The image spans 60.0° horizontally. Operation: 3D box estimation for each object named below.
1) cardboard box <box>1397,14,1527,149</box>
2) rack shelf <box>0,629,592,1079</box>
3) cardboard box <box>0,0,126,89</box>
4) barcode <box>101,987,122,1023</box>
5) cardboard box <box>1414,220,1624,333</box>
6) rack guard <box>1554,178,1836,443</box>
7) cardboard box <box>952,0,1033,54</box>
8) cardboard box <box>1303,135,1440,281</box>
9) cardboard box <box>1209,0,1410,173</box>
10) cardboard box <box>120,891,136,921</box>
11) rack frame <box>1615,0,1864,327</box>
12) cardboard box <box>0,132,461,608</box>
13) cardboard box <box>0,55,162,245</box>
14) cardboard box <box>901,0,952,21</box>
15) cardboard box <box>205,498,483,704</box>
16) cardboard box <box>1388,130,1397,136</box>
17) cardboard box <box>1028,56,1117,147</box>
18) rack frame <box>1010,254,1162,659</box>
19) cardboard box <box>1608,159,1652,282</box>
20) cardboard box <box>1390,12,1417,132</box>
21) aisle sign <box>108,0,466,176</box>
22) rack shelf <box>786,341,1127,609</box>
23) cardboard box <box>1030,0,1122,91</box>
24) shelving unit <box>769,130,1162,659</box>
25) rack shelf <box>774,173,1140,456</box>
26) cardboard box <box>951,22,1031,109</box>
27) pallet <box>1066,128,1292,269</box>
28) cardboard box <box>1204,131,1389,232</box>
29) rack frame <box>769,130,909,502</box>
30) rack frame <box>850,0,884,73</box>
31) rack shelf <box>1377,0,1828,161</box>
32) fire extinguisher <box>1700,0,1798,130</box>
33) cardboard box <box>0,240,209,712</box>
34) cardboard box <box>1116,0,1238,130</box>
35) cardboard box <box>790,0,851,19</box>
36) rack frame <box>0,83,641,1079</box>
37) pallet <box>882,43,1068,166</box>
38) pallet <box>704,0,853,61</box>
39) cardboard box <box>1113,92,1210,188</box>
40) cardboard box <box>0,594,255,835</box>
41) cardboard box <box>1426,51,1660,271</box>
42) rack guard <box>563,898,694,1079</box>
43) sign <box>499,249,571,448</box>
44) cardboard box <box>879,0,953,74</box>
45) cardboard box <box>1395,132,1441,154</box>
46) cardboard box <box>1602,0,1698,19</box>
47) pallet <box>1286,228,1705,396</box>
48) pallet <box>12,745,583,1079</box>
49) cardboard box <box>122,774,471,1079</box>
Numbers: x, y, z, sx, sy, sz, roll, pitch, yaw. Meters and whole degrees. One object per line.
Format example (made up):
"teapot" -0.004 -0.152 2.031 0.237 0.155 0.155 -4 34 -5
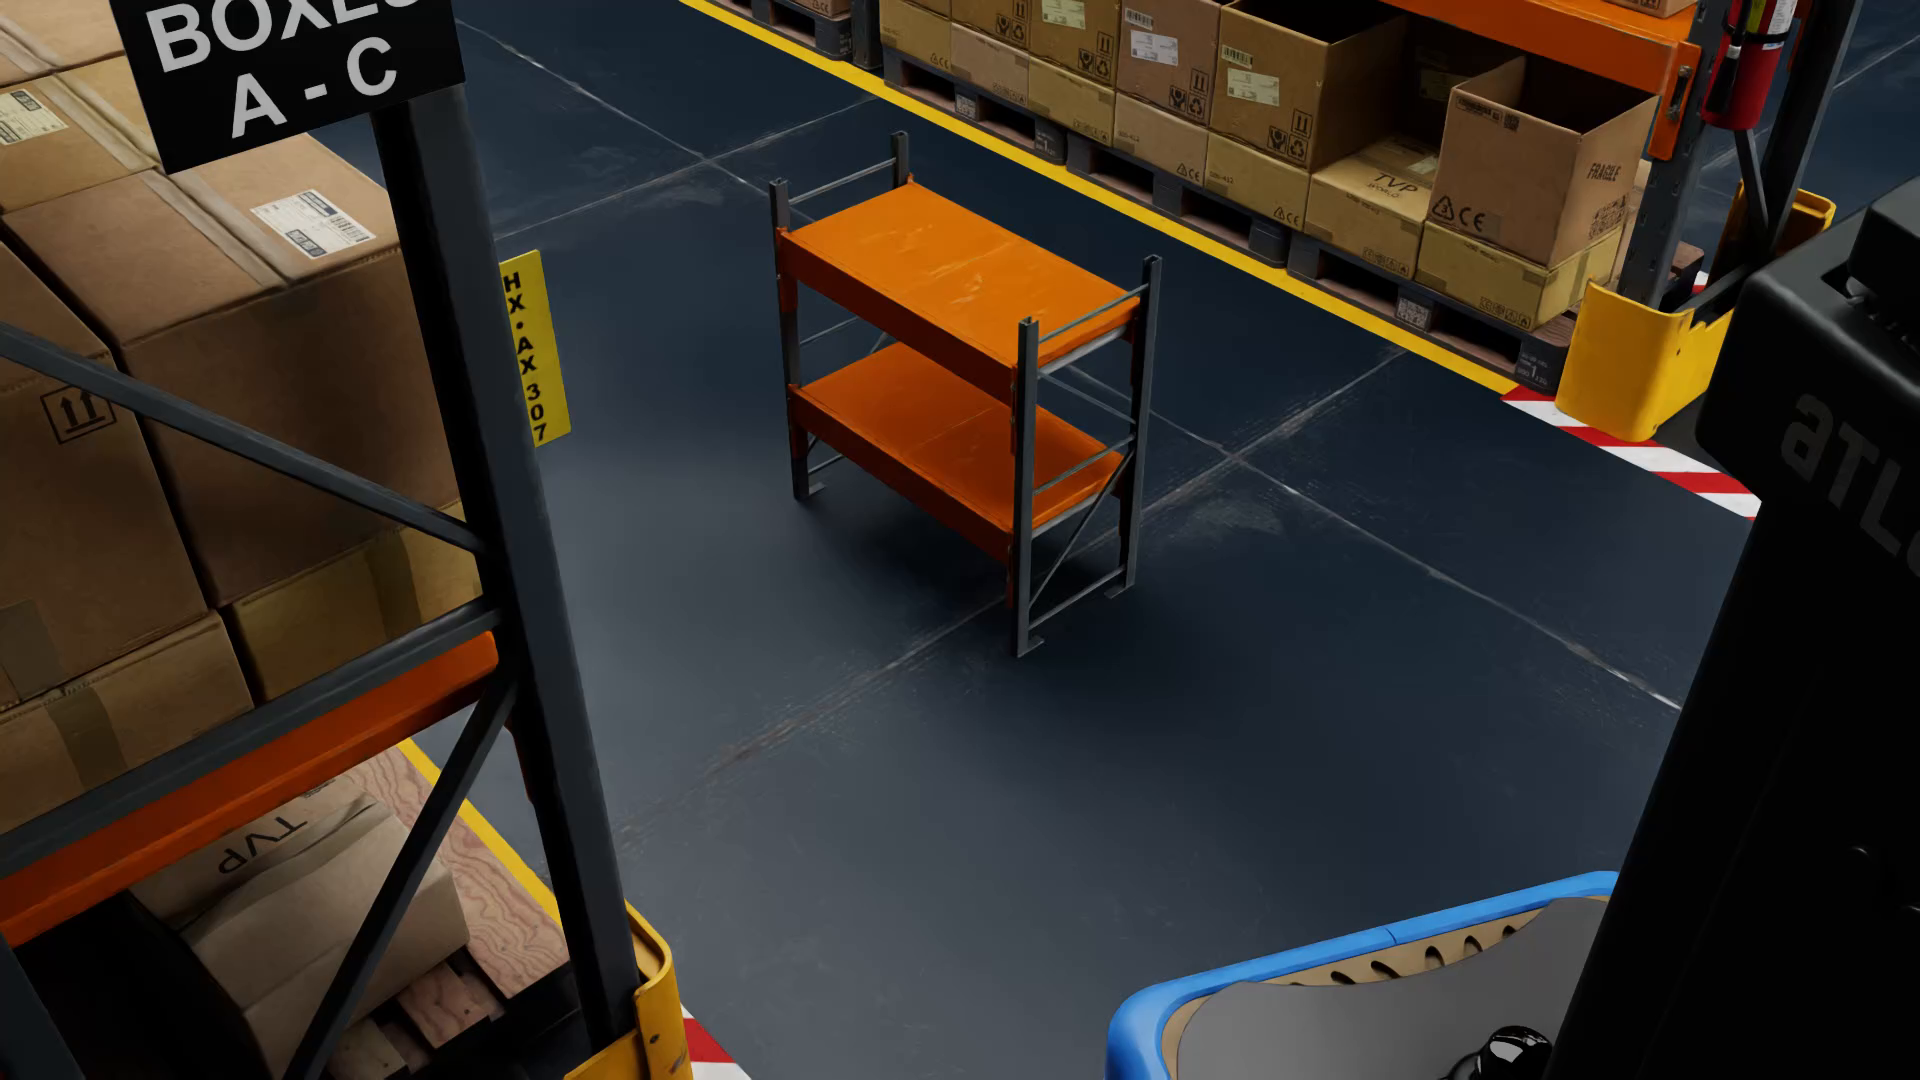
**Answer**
"cardboard box" 2.052 -1.778 6.321 0.500 0.500 0.500 -30 48 -32
"rack shelf" -2.409 -0.358 3.878 1.077 0.370 4.000 -30 48 -32
"cardboard box" -1.829 -0.777 3.331 0.500 0.500 0.500 -32 49 -33
"barcode" -1.765 0.962 3.454 0.001 0.075 0.075 -30 48 -32
"cardboard box" 2.010 -1.035 5.999 0.500 0.250 0.500 -30 48 -32
"rack guard" 2.607 -0.835 5.886 1.175 0.500 0.348 -30 48 -32
"cardboard box" 0.312 -2.480 7.190 0.500 0.500 0.500 -30 48 -32
"cardboard box" 1.663 -1.262 6.279 0.500 0.250 0.500 -30 48 -32
"cardboard box" 1.321 -1.783 6.327 0.500 0.500 0.500 -30 48 -32
"cardboard box" -1.843 0.540 3.983 0.500 0.311 0.500 -26 46 -28
"rack frame" 2.590 -1.819 5.115 1.000 3.000 0.127 -30 48 -32
"cardboard box" -1.157 -0.302 2.743 0.500 0.500 0.500 -30 48 -32
"cardboard box" -1.484 -0.535 3.032 0.500 0.500 0.500 -30 48 -32
"cardboard box" -0.032 -2.708 7.473 0.500 0.500 0.500 -30 48 -32
"cardboard box" -1.152 -0.022 2.994 0.500 0.250 0.500 -31 48 -33
"cardboard box" 1.713 -1.717 6.842 0.500 0.250 0.500 -30 48 -32
"cardboard box" 0.644 -1.953 7.135 0.500 0.250 0.500 -30 48 -32
"rack frame" 0.339 -0.205 4.609 0.500 1.125 0.032 -30 48 -32
"cardboard box" 2.392 -1.255 6.271 0.500 0.250 0.500 -30 48 -32
"cardboard box" 1.704 -2.004 6.601 0.500 0.500 0.500 -30 48 -32
"aisle sign" -0.786 -0.818 1.806 0.394 0.787 0.004 -30 48 -32
"rack shelf" -0.005 -0.251 5.054 0.538 0.278 1.000 -30 48 -32
"cardboard box" 0.644 -2.245 6.900 0.500 0.500 0.500 -30 48 -32
"shelving unit" -0.005 -0.441 4.900 0.538 1.125 1.048 -30 48 -32
"rack shelf" -0.005 -0.668 4.717 0.538 0.278 1.000 -30 48 -32
"cardboard box" 0.310 -2.187 7.424 0.500 0.250 0.500 -30 48 -32
"pallet" 1.221 -1.635 7.106 1.003 0.211 1.213 -30 48 -32
"cardboard box" 1.324 -1.492 6.564 0.500 0.250 0.500 -30 48 -32
"rack frame" -0.348 -0.676 5.192 0.500 1.125 0.032 -30 48 -32
"rack frame" -0.115 -3.670 7.407 1.000 3.000 0.127 -30 48 -32
"rack shelf" 1.238 -2.465 6.487 1.077 0.370 4.000 -30 48 -32
"fire extinguisher" 2.328 -1.537 4.827 0.296 0.674 0.183 -30 48 -32
"cardboard box" -1.531 -0.081 2.470 0.500 0.500 0.500 -31 48 -32
"cardboard box" 0.984 -2.015 6.614 0.500 0.500 0.500 -30 48 -32
"cardboard box" -0.609 -2.833 8.224 0.500 0.250 0.500 -30 48 -32
"rack frame" -1.056 0.288 2.506 1.000 3.000 0.127 -30 48 -32
"pallet" 0.392 -2.200 7.805 1.003 0.211 1.213 -30 48 -32
"pallet" -0.642 -2.910 8.685 1.003 0.211 1.213 -30 48 -32
"cardboard box" 0.987 -1.724 6.852 0.500 0.250 0.500 -30 48 -32
"cardboard box" -1.515 0.205 2.713 0.500 0.250 0.500 -29 47 -31
"cardboard box" 2.008 -1.326 5.762 0.500 0.500 0.500 -30 48 -32
"rack guard" -1.107 1.225 3.335 1.175 0.500 0.348 -30 48 -32
"sign" -0.656 -0.280 2.520 0.100 0.325 0.005 -30 48 -32
"cardboard box" -0.025 -2.420 7.714 0.500 0.250 0.500 -30 48 -32
"cardboard box" 2.051 -1.485 6.556 0.500 0.250 0.500 -30 48 -32
"cardboard box" 2.284 -2.079 5.358 0.700 0.500 0.500 -30 48 -32
"pallet" 2.042 -1.070 6.407 1.003 0.211 1.213 -30 48 -32
"pallet" -1.631 0.947 3.910 1.003 0.211 1.213 -30 48 -32
"cardboard box" -1.458 0.804 3.657 0.500 0.311 0.500 29 47 31
